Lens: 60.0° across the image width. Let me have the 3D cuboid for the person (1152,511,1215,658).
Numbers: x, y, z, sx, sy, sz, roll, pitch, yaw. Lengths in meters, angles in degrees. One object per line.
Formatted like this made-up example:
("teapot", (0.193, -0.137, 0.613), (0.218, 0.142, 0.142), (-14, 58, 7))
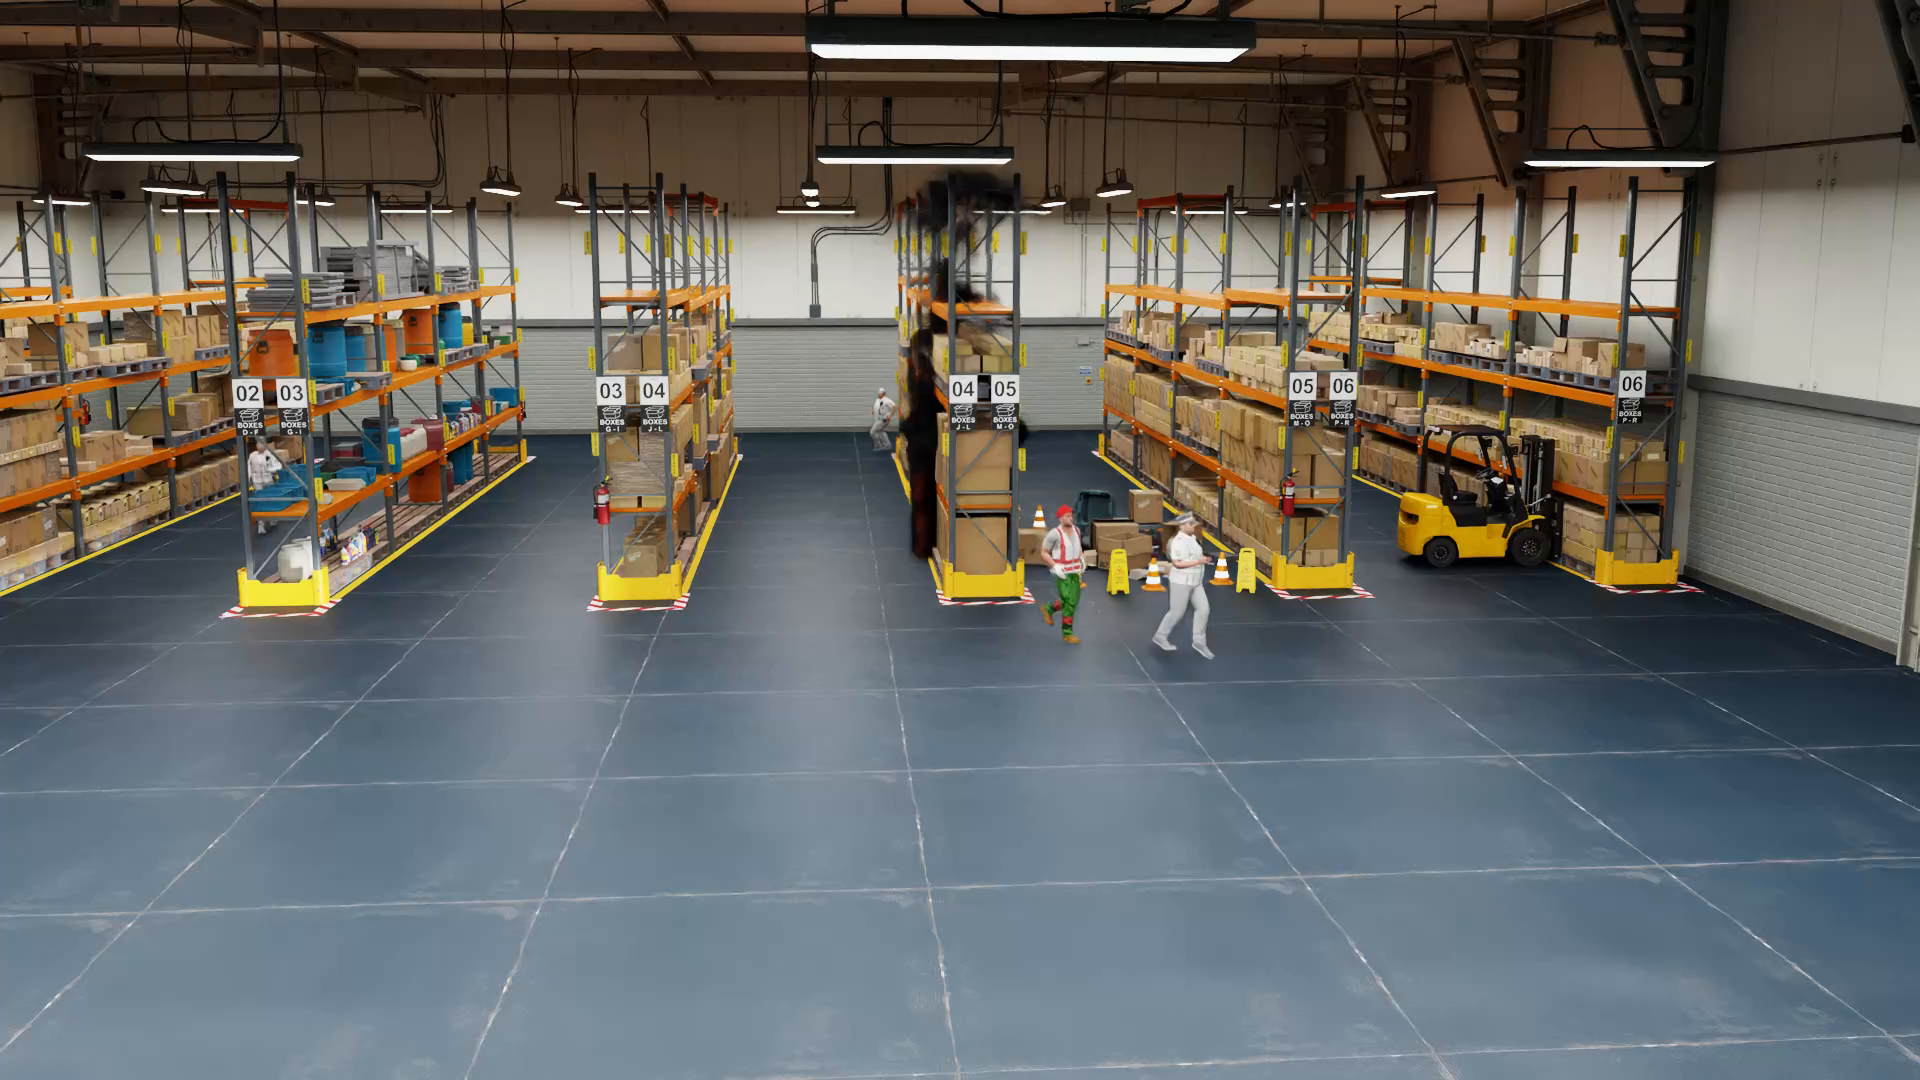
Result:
("person", (2.764, 0.551, 20.480), (0.787, 1.837, 0.647), (7, 12, 35))

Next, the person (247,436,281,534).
("person", (-12.303, -1.000, 29.366), (0.593, 1.681, 0.896), (-3, 10, -16))

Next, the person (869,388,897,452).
("person", (-1.913, -2.934, 40.848), (0.692, 1.626, 0.761), (-5, 11, -27))

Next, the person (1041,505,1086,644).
("person", (1.292, 0.412, 21.296), (0.657, 1.765, 0.741), (-8, 13, -39))
